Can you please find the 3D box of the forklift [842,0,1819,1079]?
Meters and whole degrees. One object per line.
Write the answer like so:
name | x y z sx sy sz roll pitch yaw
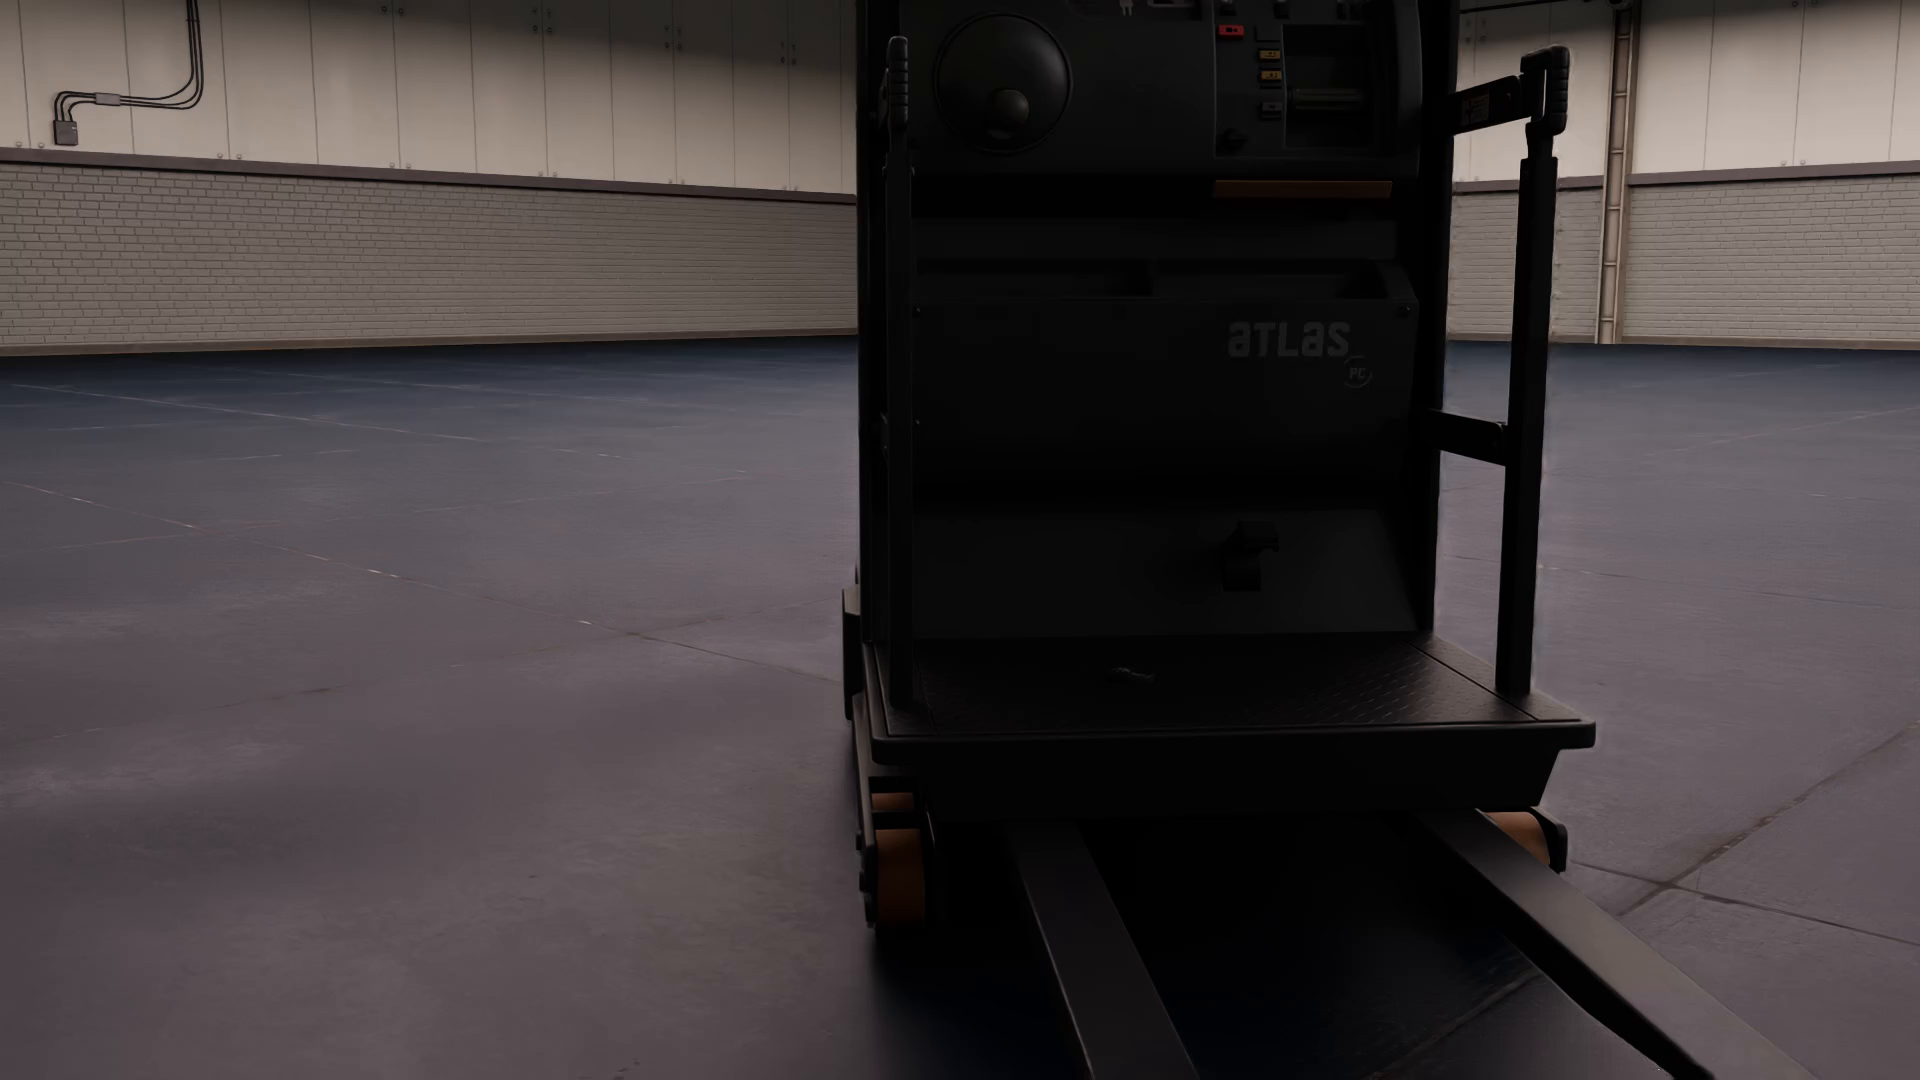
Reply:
forklift | 0.376 -0.884 2.741 1.130 2.935 3.031 -1 9 -5
